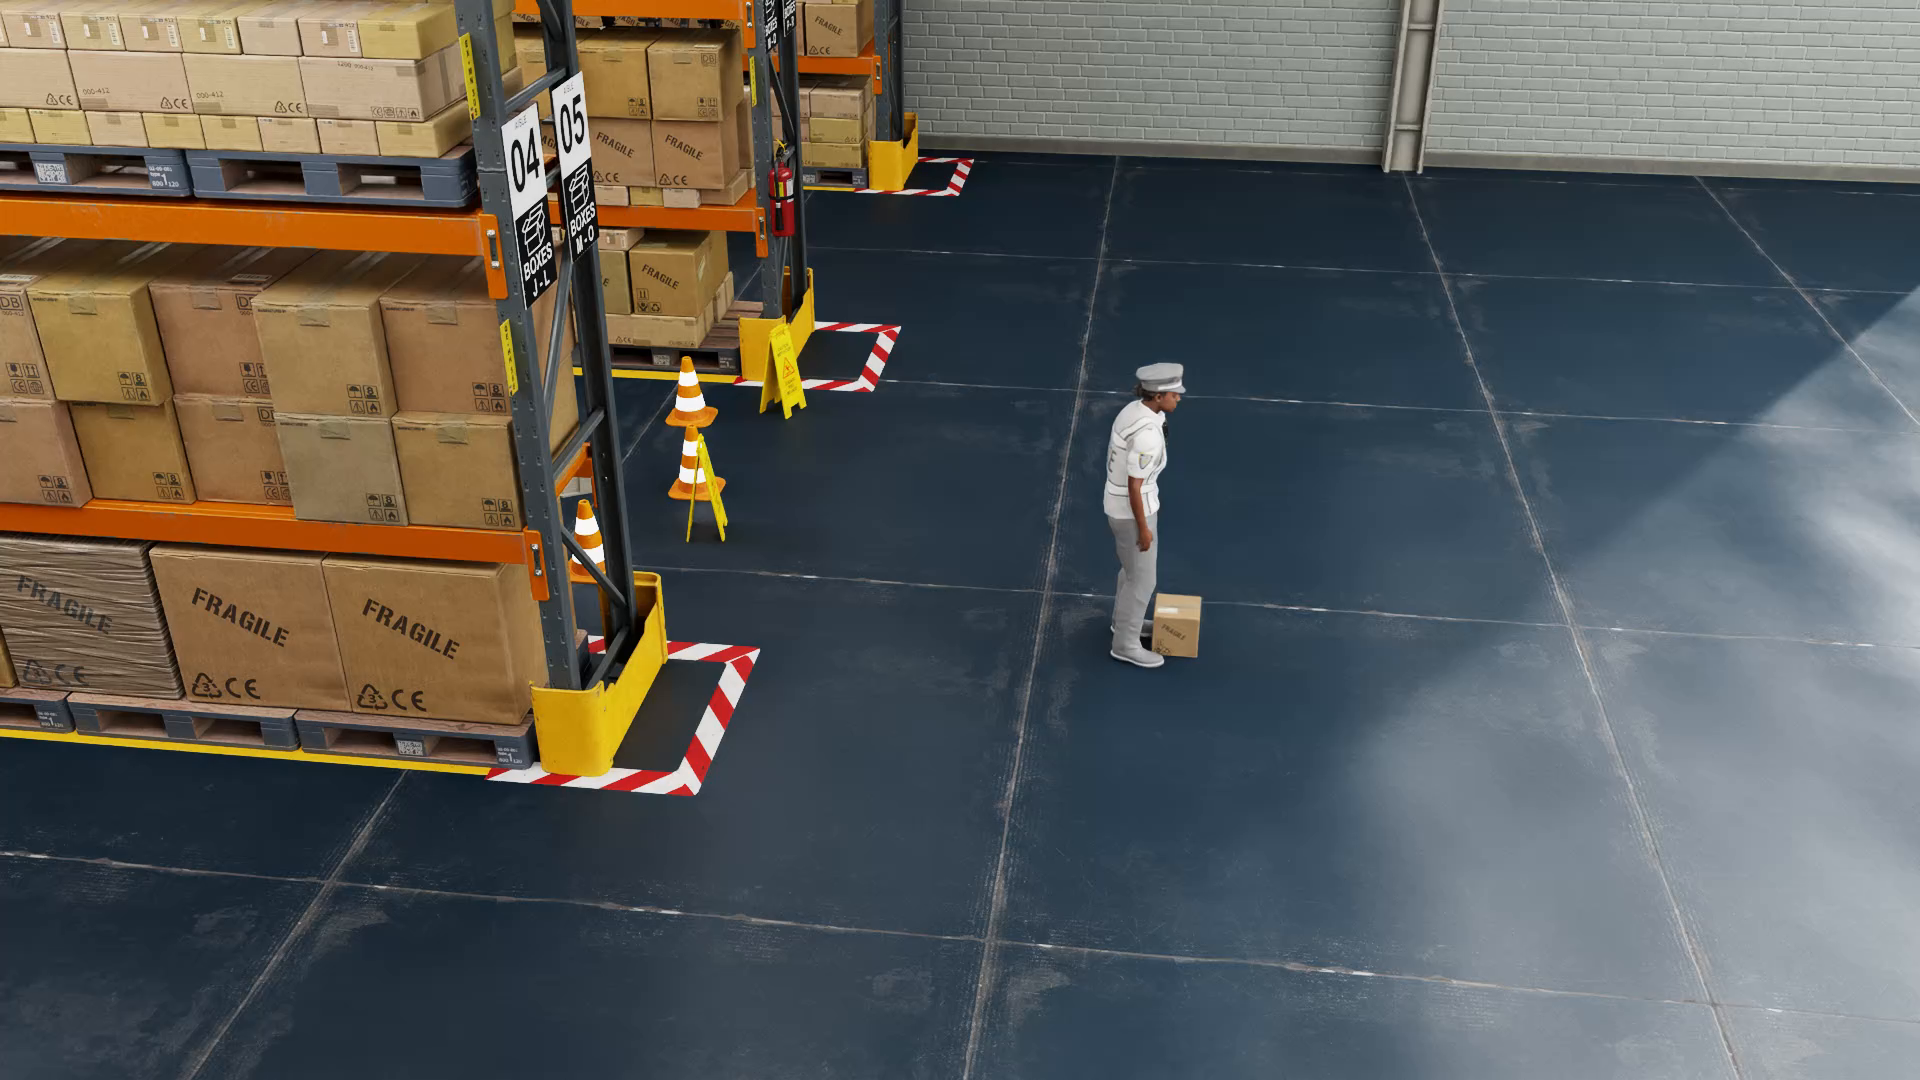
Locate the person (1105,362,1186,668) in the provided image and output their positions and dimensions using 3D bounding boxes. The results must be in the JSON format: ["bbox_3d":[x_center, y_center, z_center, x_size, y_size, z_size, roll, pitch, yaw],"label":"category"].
[{"bbox_3d":[0.969,-0.155,8.905,0.391,1.664,0.531,2,29,4],"label":"person"}]
